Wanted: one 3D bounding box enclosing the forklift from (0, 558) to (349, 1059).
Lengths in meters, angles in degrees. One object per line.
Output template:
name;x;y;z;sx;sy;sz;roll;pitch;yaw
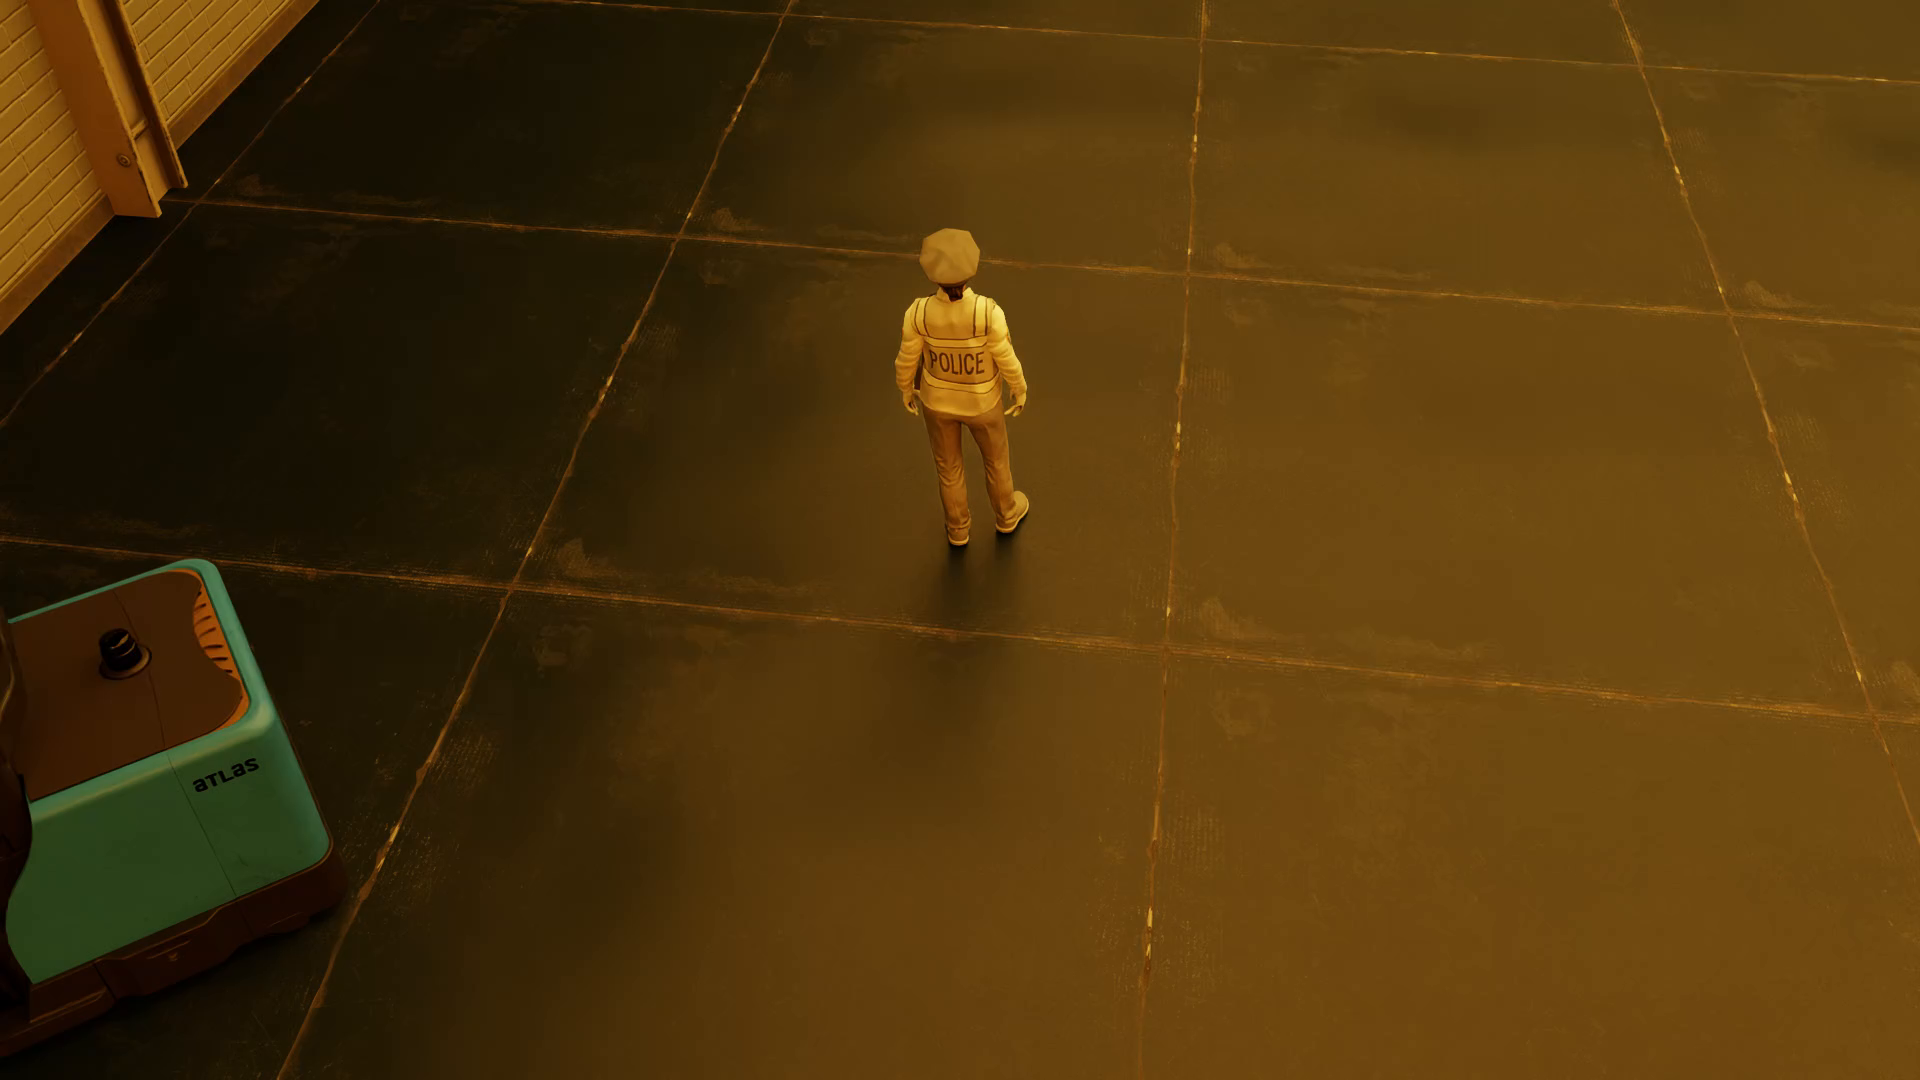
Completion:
forklift;-3.860;0.554;5.121;3.031;2.935;1.130;-22;47;-23

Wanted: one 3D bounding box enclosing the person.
person;0.015;-0.674;7.362;0.588;1.695;0.531;5;43;6
